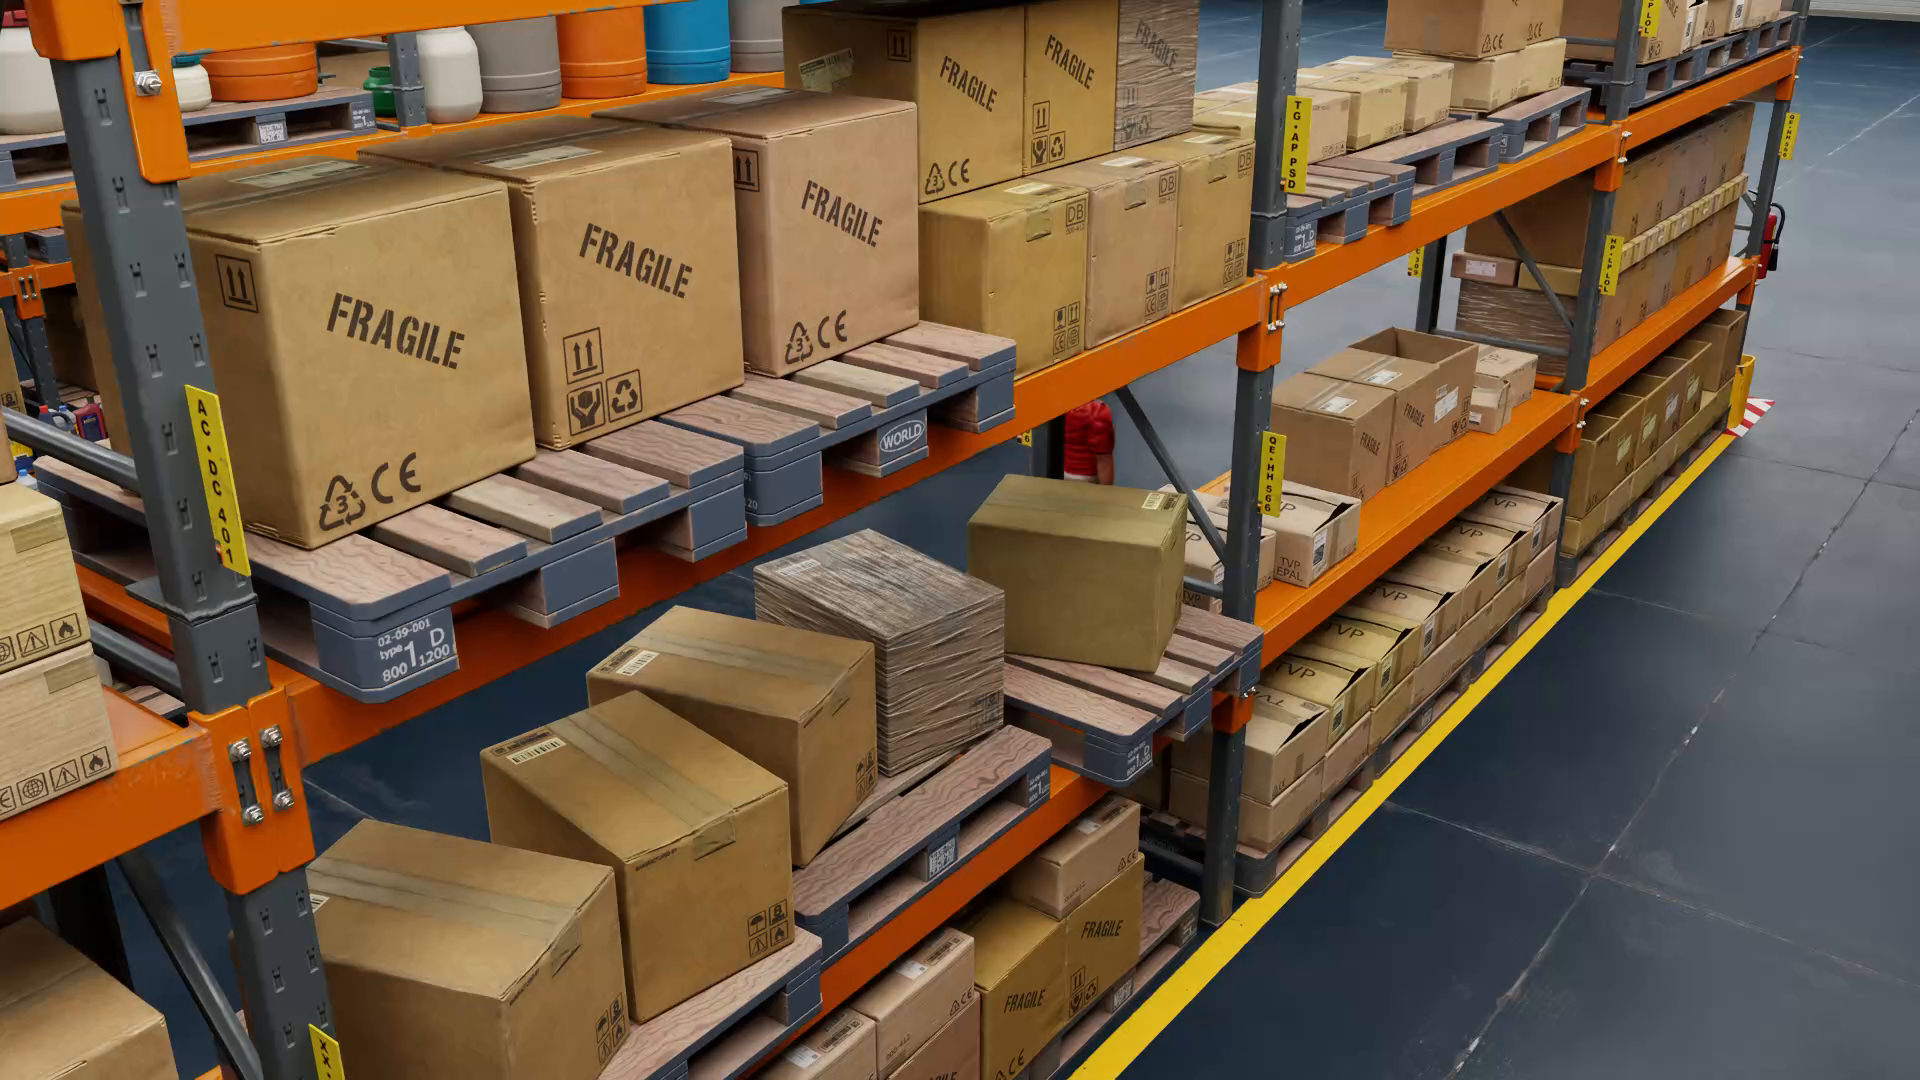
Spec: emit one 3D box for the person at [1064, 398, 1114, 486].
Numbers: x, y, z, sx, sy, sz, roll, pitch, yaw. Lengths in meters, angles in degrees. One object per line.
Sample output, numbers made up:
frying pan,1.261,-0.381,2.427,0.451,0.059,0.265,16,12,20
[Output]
person,0.628,-0.239,9.202,0.536,1.716,0.362,18,29,35
